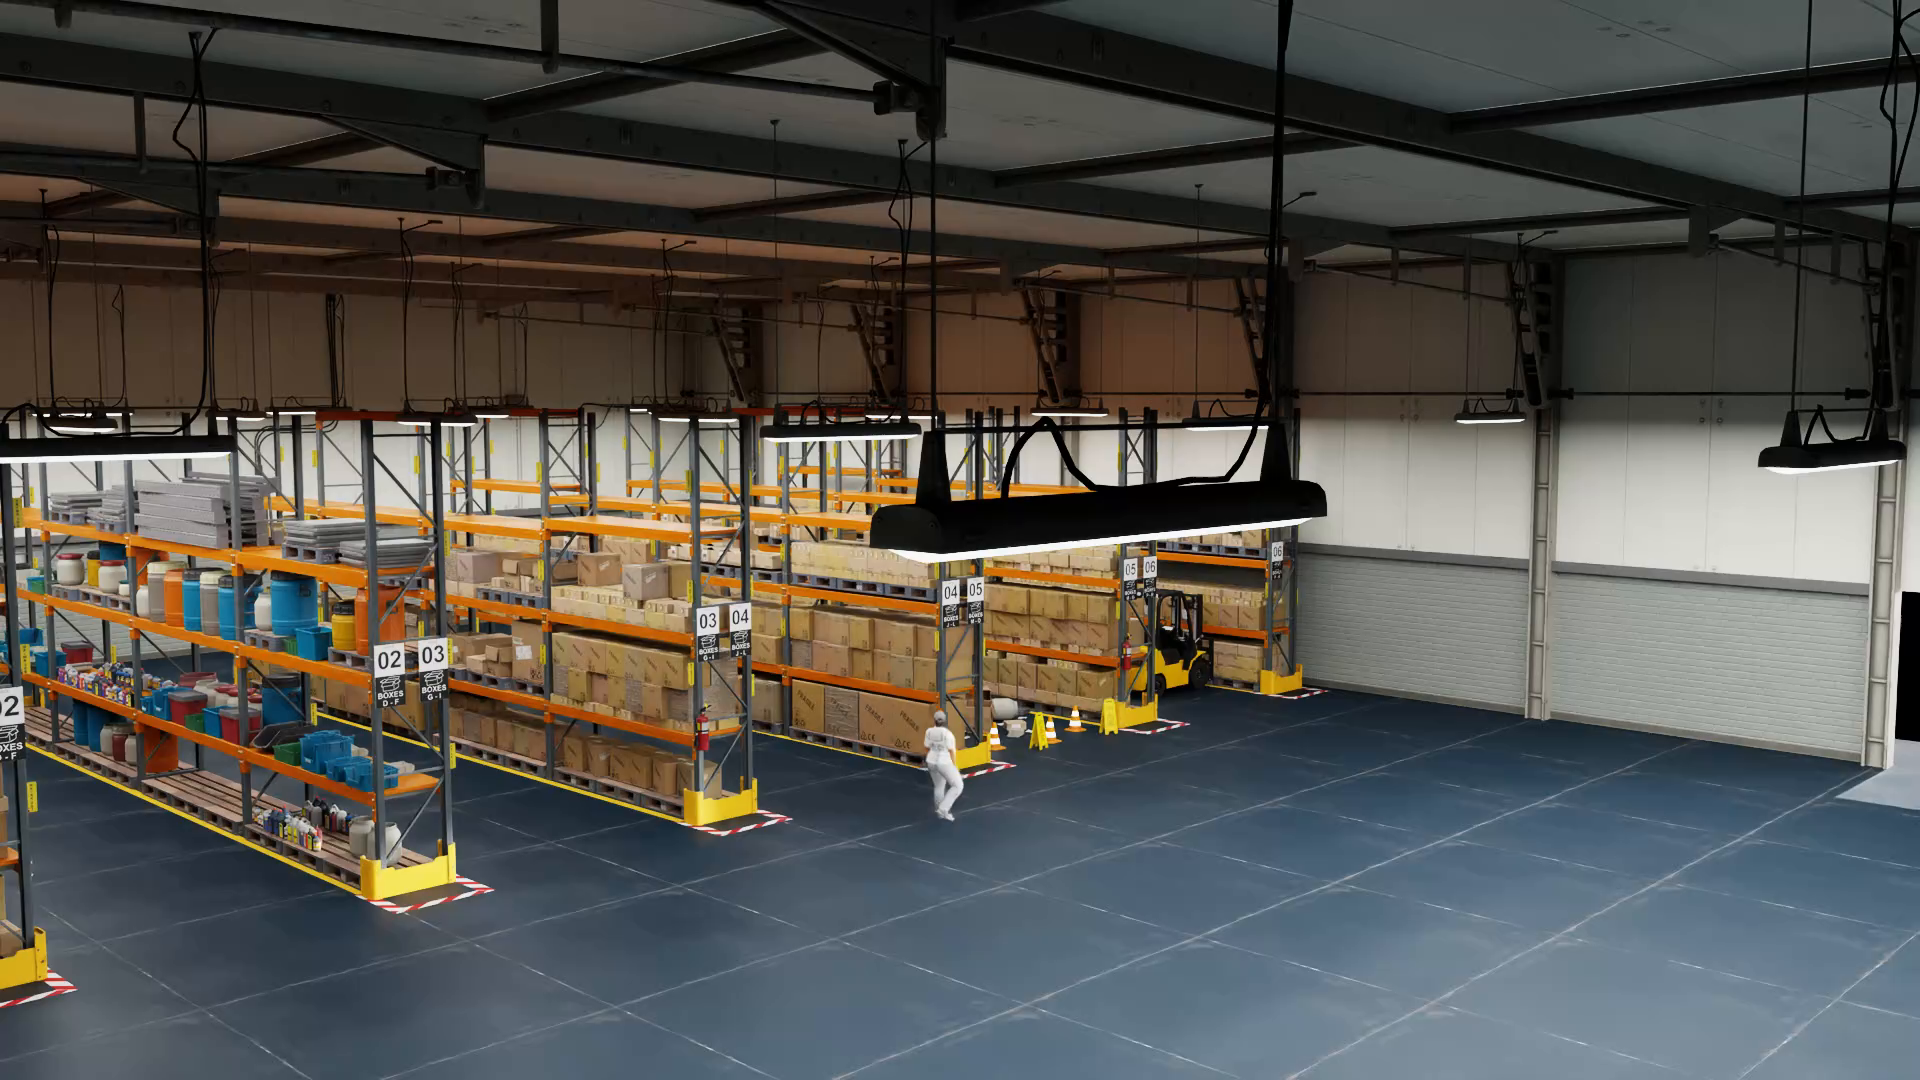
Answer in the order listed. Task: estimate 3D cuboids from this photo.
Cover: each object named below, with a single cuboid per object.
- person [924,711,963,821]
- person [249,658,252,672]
[{"bbox_3d":[-0.253,3.331,24.570,0.482,1.661,0.528,-5,7,-43],"label":"person"},{"bbox_3d":[-15.950,2.247,37.194,0.348,1.607,0.434,5,7,43],"label":"person"}]
